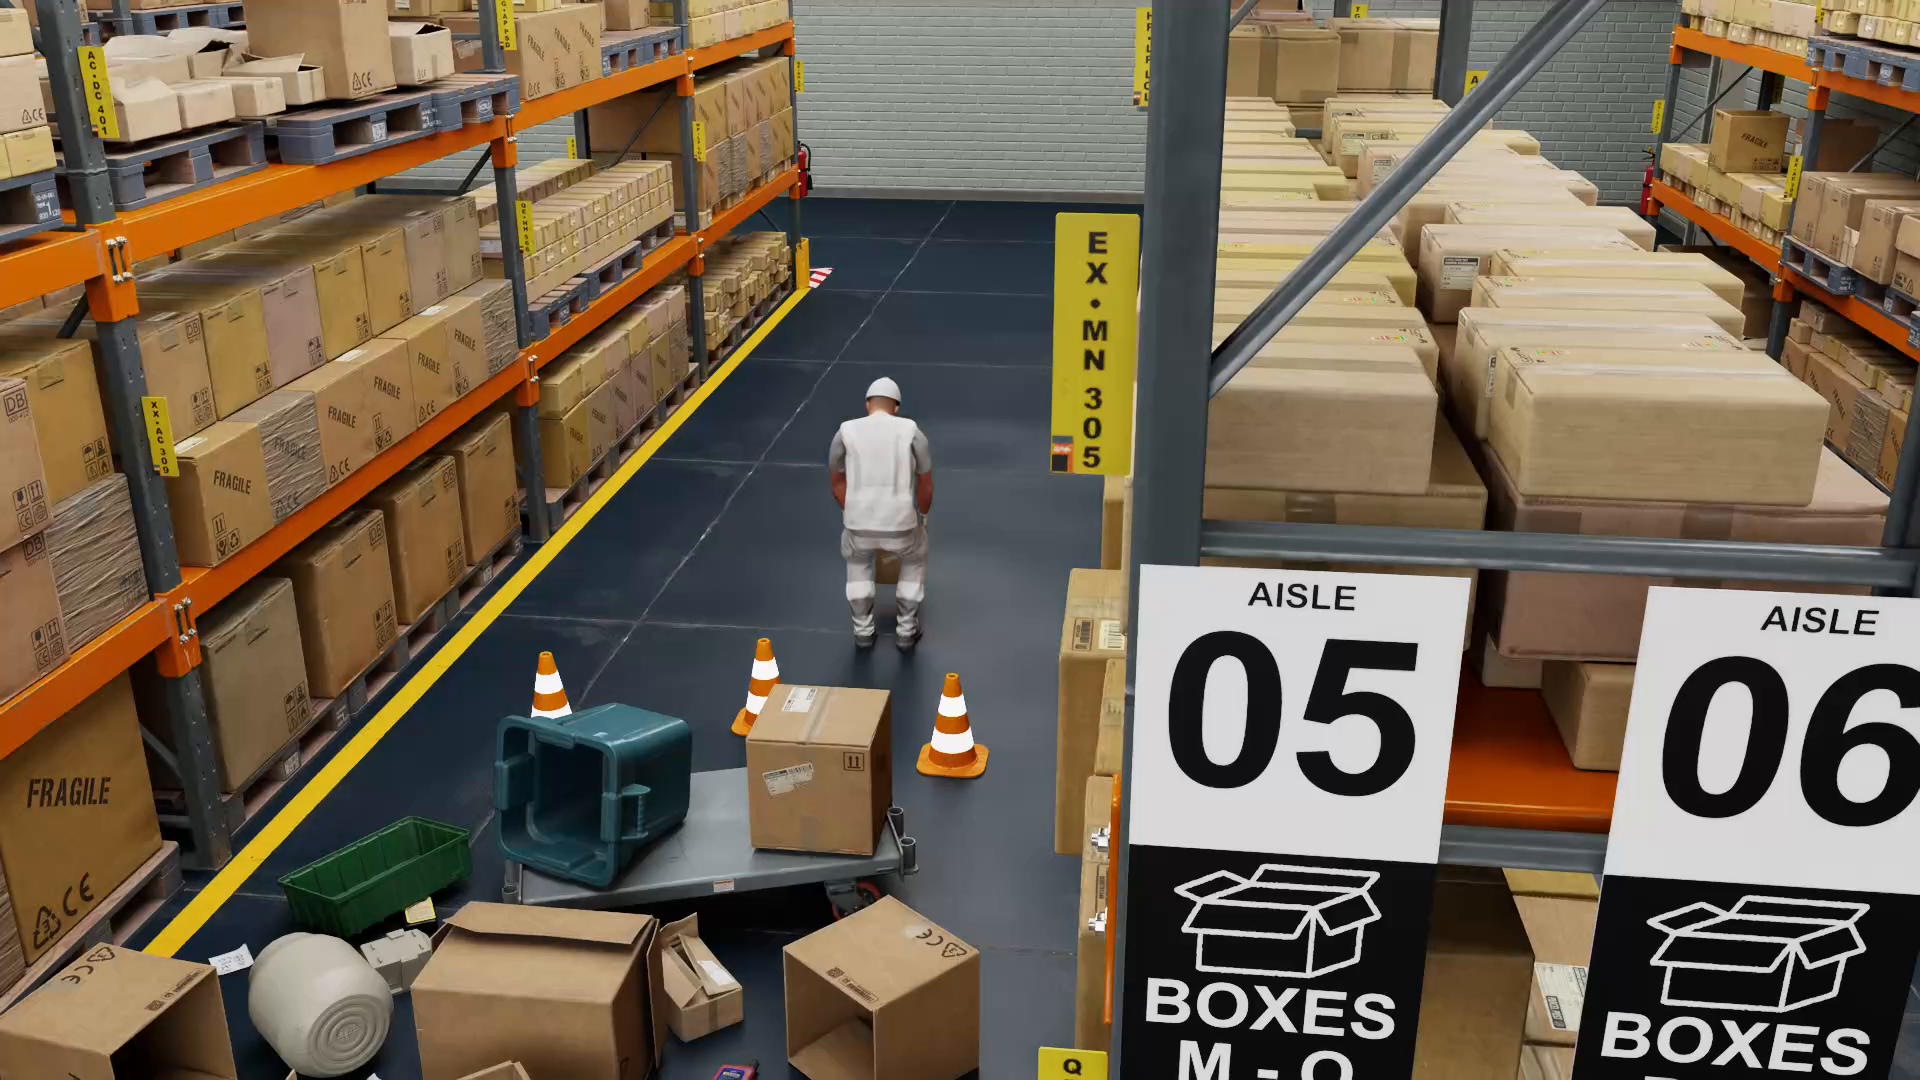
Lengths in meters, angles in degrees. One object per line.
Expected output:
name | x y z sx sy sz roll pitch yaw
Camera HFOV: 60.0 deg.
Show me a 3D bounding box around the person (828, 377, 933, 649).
person | -0.453 -0.136 9.345 0.582 1.472 0.730 3 21 7
